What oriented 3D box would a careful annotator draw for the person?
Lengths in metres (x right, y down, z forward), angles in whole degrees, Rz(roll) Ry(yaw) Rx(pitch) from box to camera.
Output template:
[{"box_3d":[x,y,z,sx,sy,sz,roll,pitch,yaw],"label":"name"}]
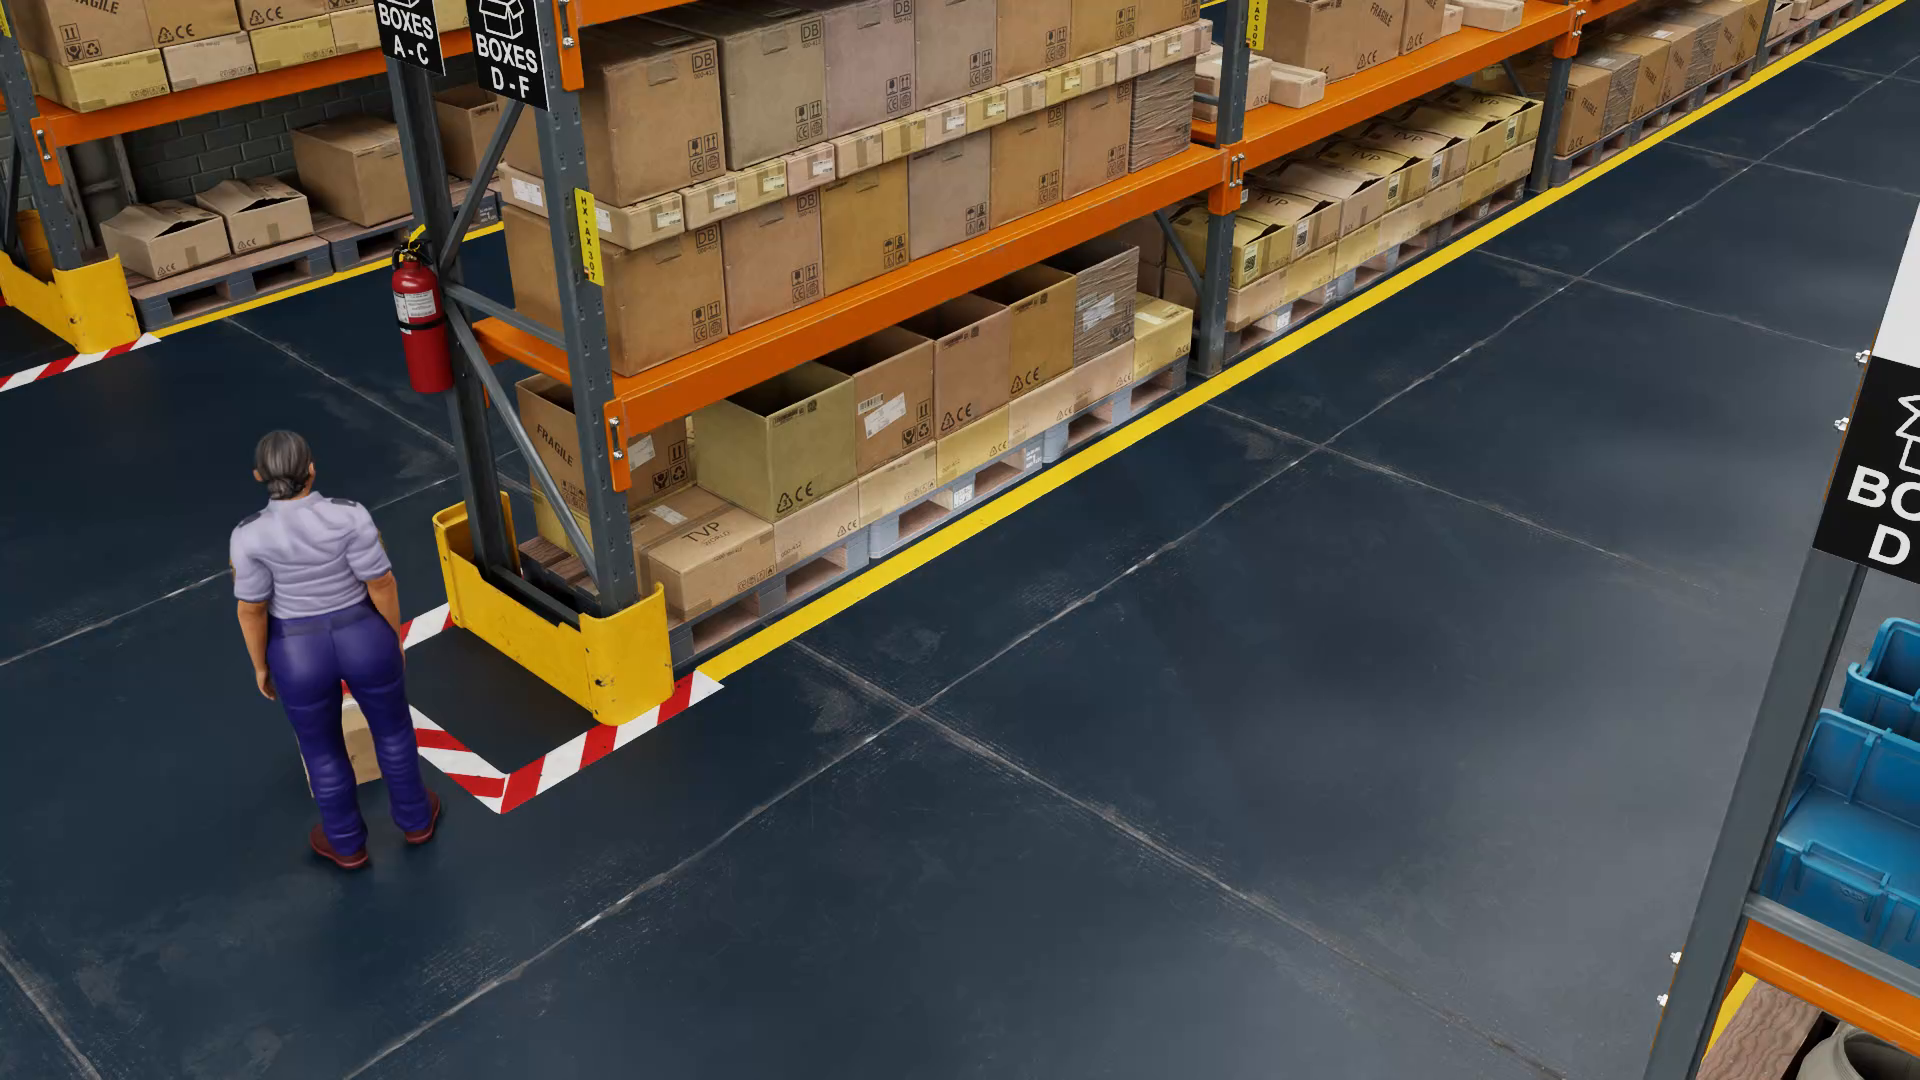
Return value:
[{"box_3d":[-2.088,0.370,5.518,0.489,1.657,0.368,-14,34,-22],"label":"person"}]
